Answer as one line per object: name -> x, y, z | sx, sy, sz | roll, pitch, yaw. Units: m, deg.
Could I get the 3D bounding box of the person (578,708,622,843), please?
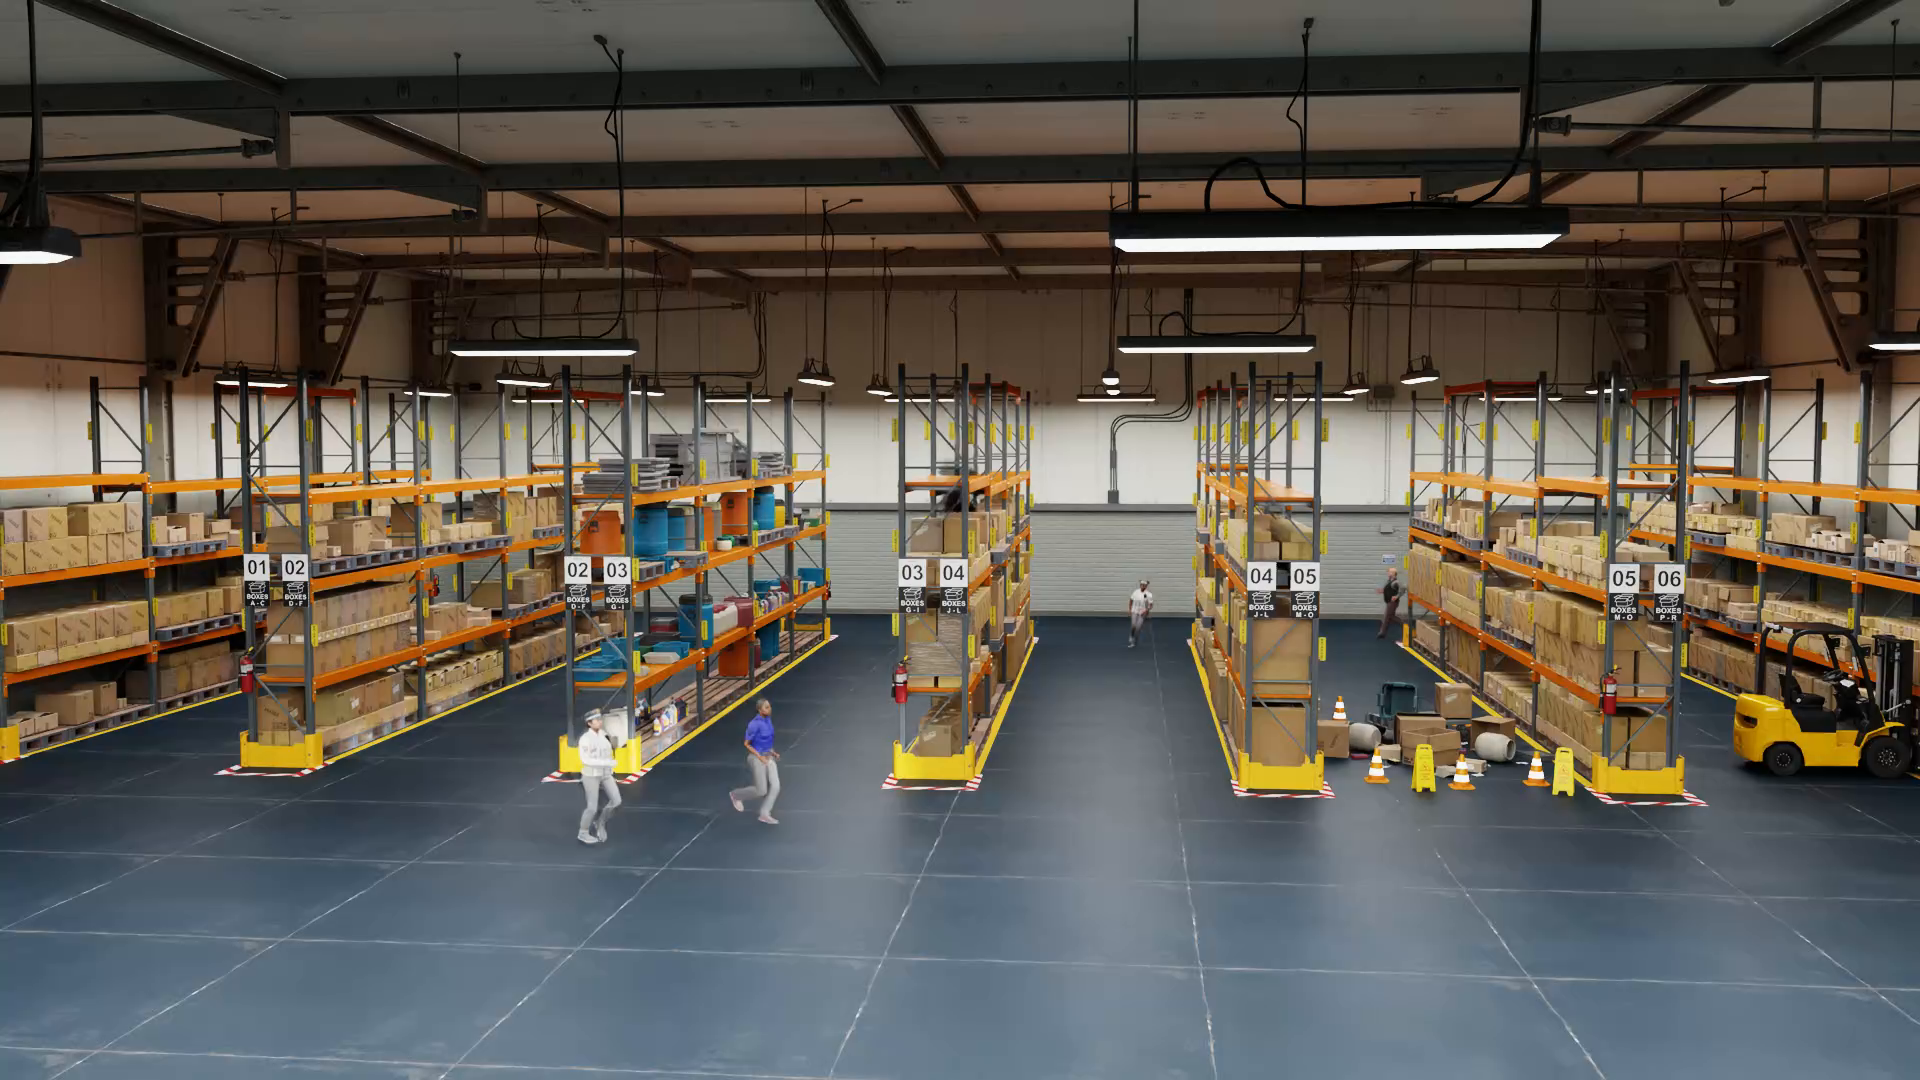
person -> -4.372, 2.858, 20.171 | 0.630, 1.659, 0.586 | 2, 4, 32

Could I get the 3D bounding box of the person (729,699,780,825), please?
person -> -2.619, 2.835, 21.406 | 0.681, 1.617, 0.562 | 2, 4, 27

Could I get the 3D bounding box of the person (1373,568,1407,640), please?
person -> 10.473, 1.544, 40.294 | 0.954, 1.718, 0.660 | 0, 4, -2

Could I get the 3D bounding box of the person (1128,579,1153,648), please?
person -> 4.182, 1.712, 38.679 | 0.613, 1.628, 0.506 | 1, 4, 16
